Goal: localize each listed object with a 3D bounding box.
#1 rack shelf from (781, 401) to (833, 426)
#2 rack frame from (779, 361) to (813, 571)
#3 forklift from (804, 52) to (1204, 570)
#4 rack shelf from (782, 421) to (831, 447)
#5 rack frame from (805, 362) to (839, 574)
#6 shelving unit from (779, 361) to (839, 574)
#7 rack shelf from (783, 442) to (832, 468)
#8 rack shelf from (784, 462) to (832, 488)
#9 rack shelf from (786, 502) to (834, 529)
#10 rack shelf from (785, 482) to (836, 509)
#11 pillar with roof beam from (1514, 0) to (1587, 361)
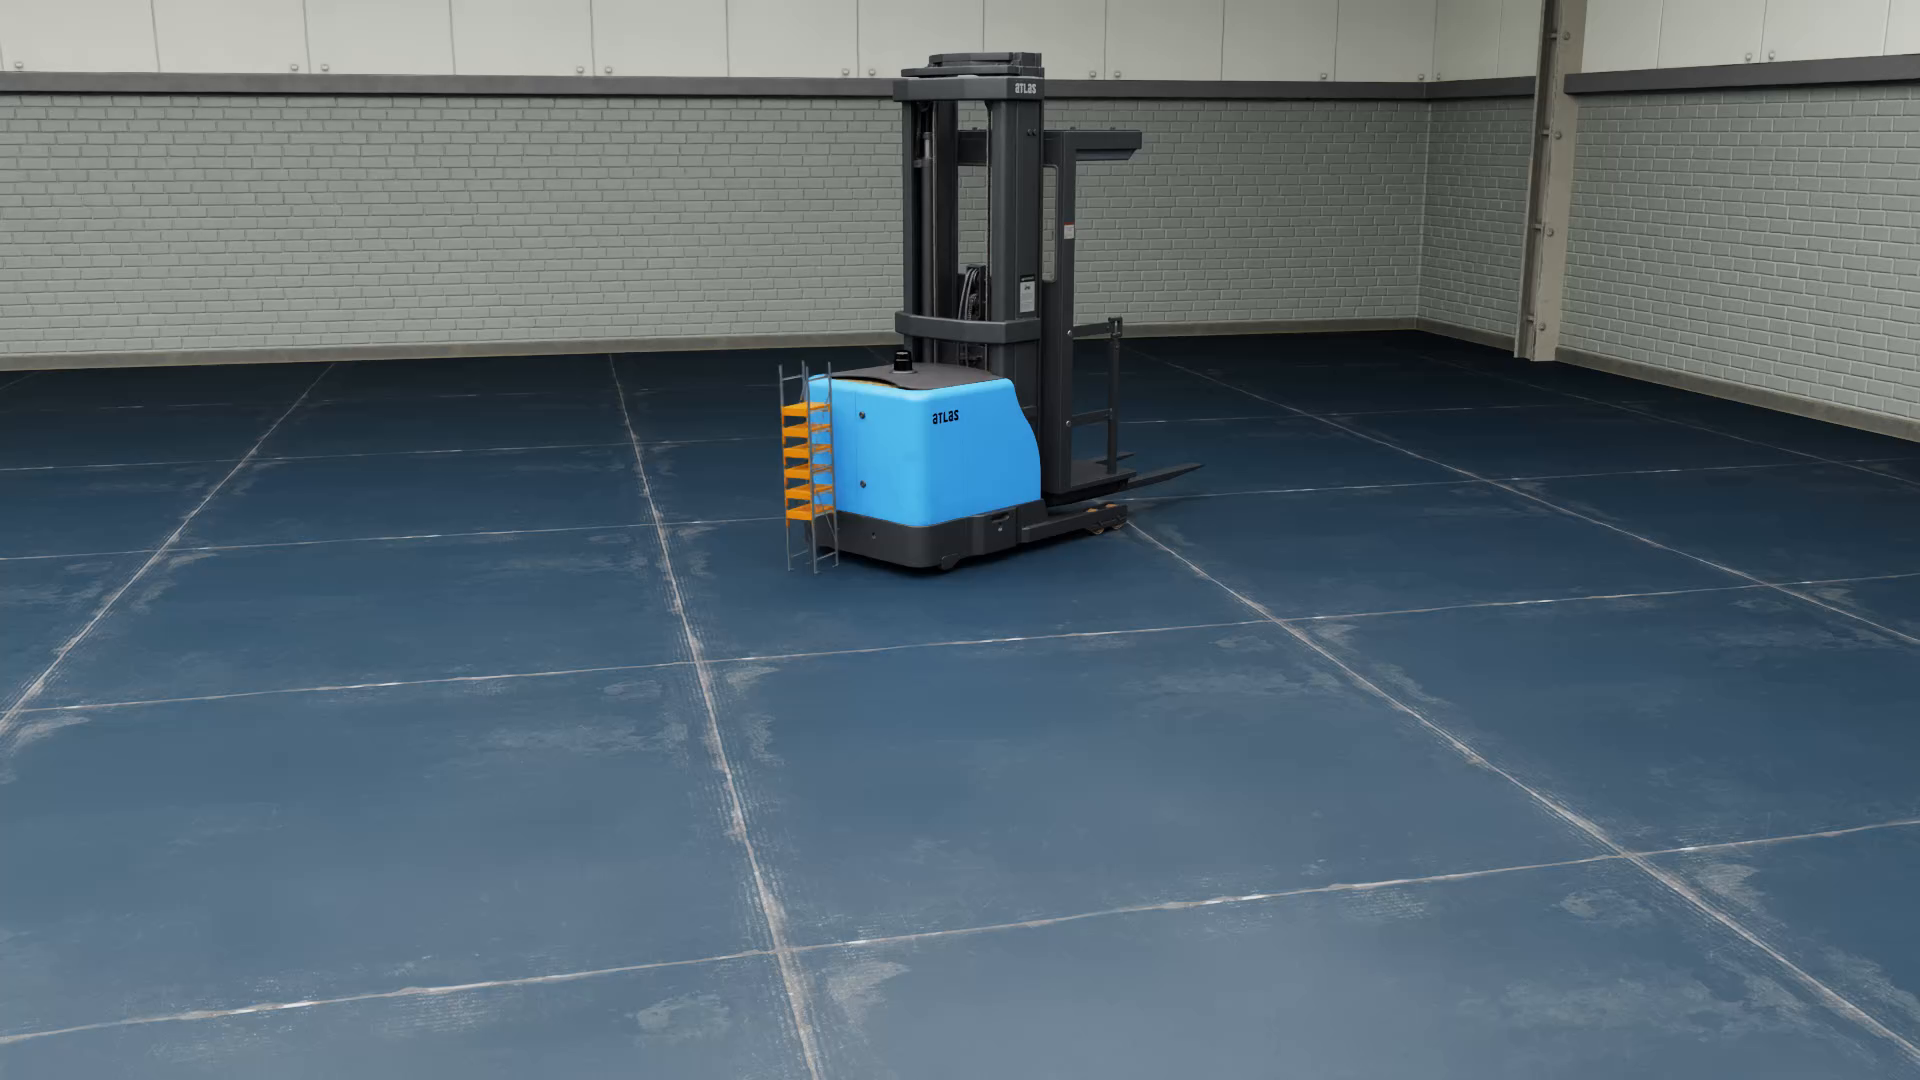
[{"bbox_3d":[-0.877,-0.728,9.536,0.180,0.103,0.258,6,14,30],"label":"rack shelf"},{"bbox_3d":[-0.949,-0.428,9.650,0.006,1.200,0.240,6,14,30],"label":"rack frame"},{"bbox_3d":[0.431,-1.532,10.522,1.130,2.935,3.031,13,19,42],"label":"forklift"},{"bbox_3d":[-0.875,-0.611,9.562,0.180,0.103,0.258,6,14,30],"label":"rack shelf"},{"bbox_3d":[-0.791,-0.412,9.559,0.006,1.200,0.240,6,14,30],"label":"rack frame"},{"bbox_3d":[-0.870,-0.420,9.605,0.189,1.200,0.258,6,14,30],"label":"shelving unit"},{"bbox_3d":[-0.872,-0.494,9.588,0.180,0.103,0.258,6,14,30],"label":"rack shelf"},{"bbox_3d":[-0.869,-0.377,9.614,0.180,0.103,0.258,6,14,30],"label":"rack shelf"},{"bbox_3d":[-0.863,-0.143,9.666,0.180,0.103,0.258,6,14,30],"label":"rack shelf"},{"bbox_3d":[-0.866,-0.260,9.640,0.180,0.103,0.258,6,14,30],"label":"rack shelf"},{"bbox_3d":[2.332,-6.186,16.787,9.100,9.000,0.400,-3,14,-13],"label":"pillar with roof beam"}]
